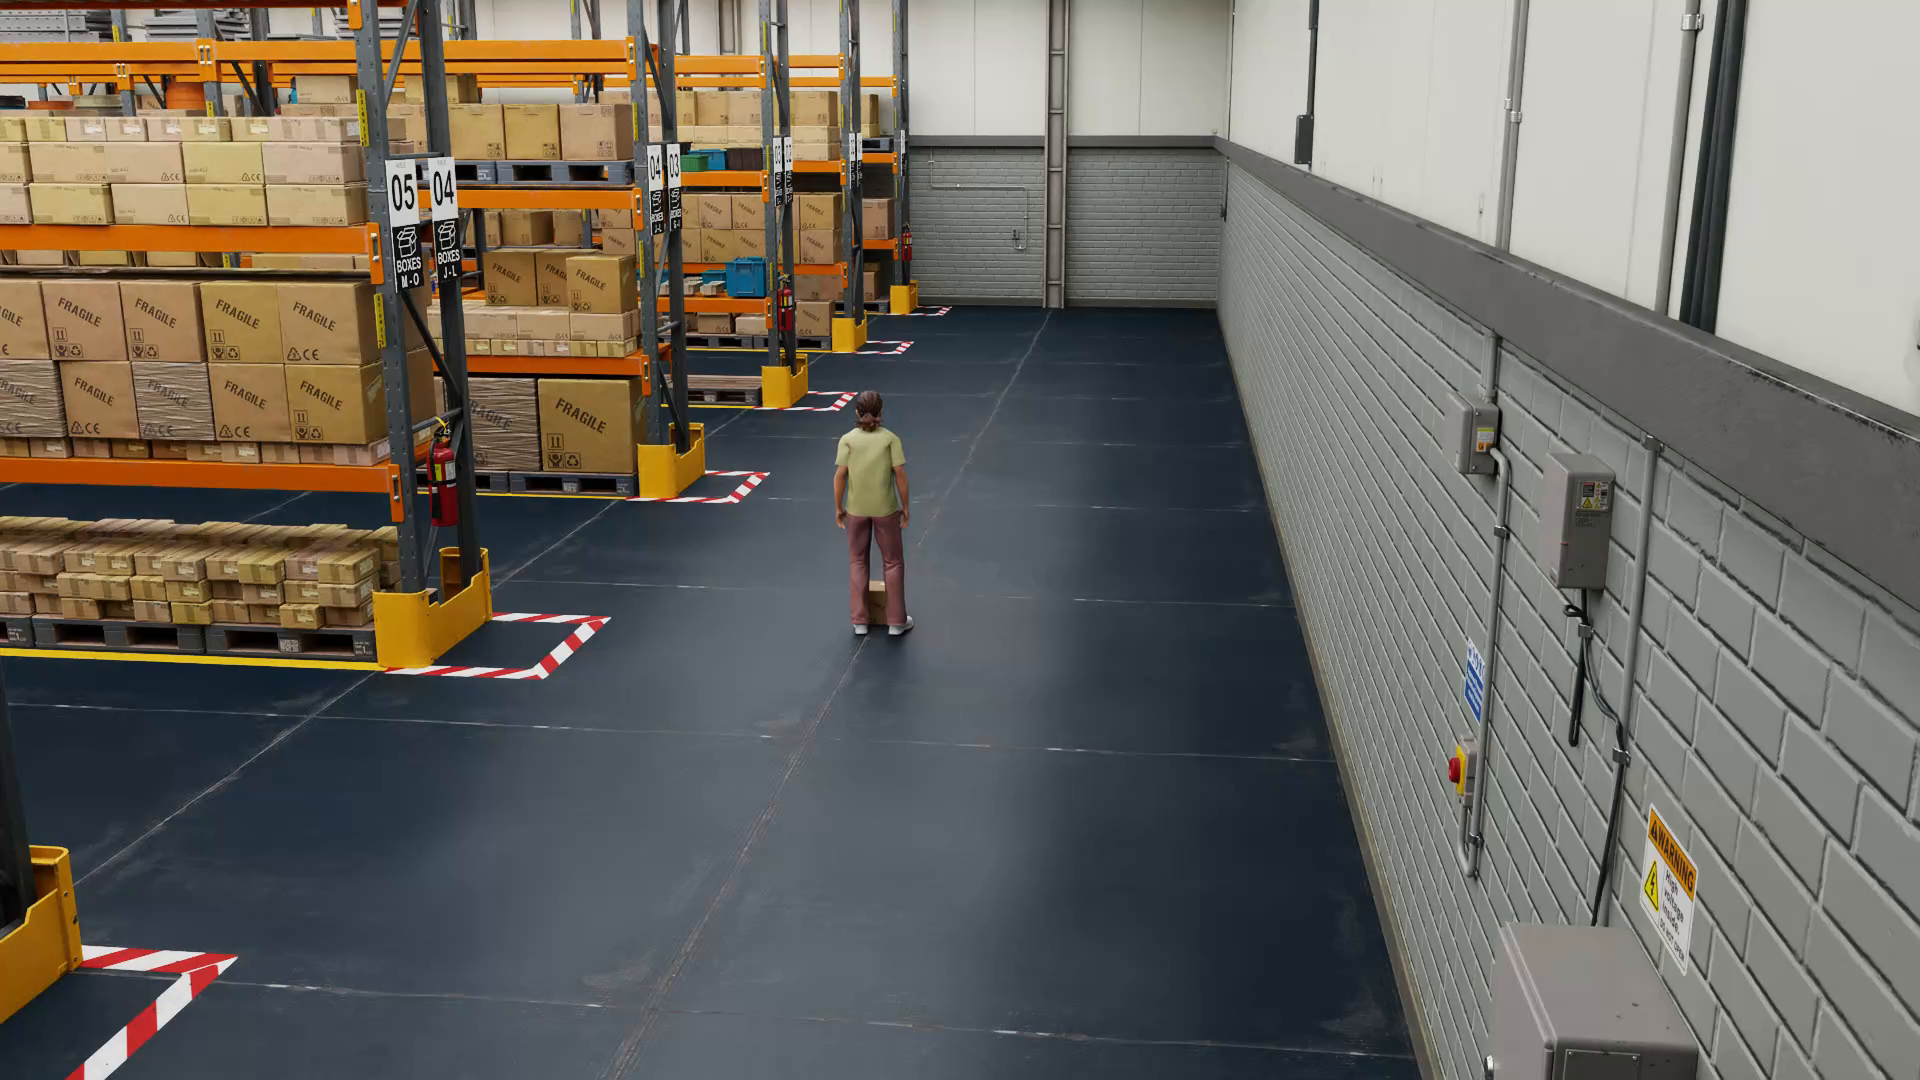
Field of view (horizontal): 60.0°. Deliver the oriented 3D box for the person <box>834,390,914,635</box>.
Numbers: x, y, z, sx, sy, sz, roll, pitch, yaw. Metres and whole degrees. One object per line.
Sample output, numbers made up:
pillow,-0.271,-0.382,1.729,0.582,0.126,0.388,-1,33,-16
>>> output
person,-0.589,-0.176,11.328,0.521,1.652,0.344,1,14,3
